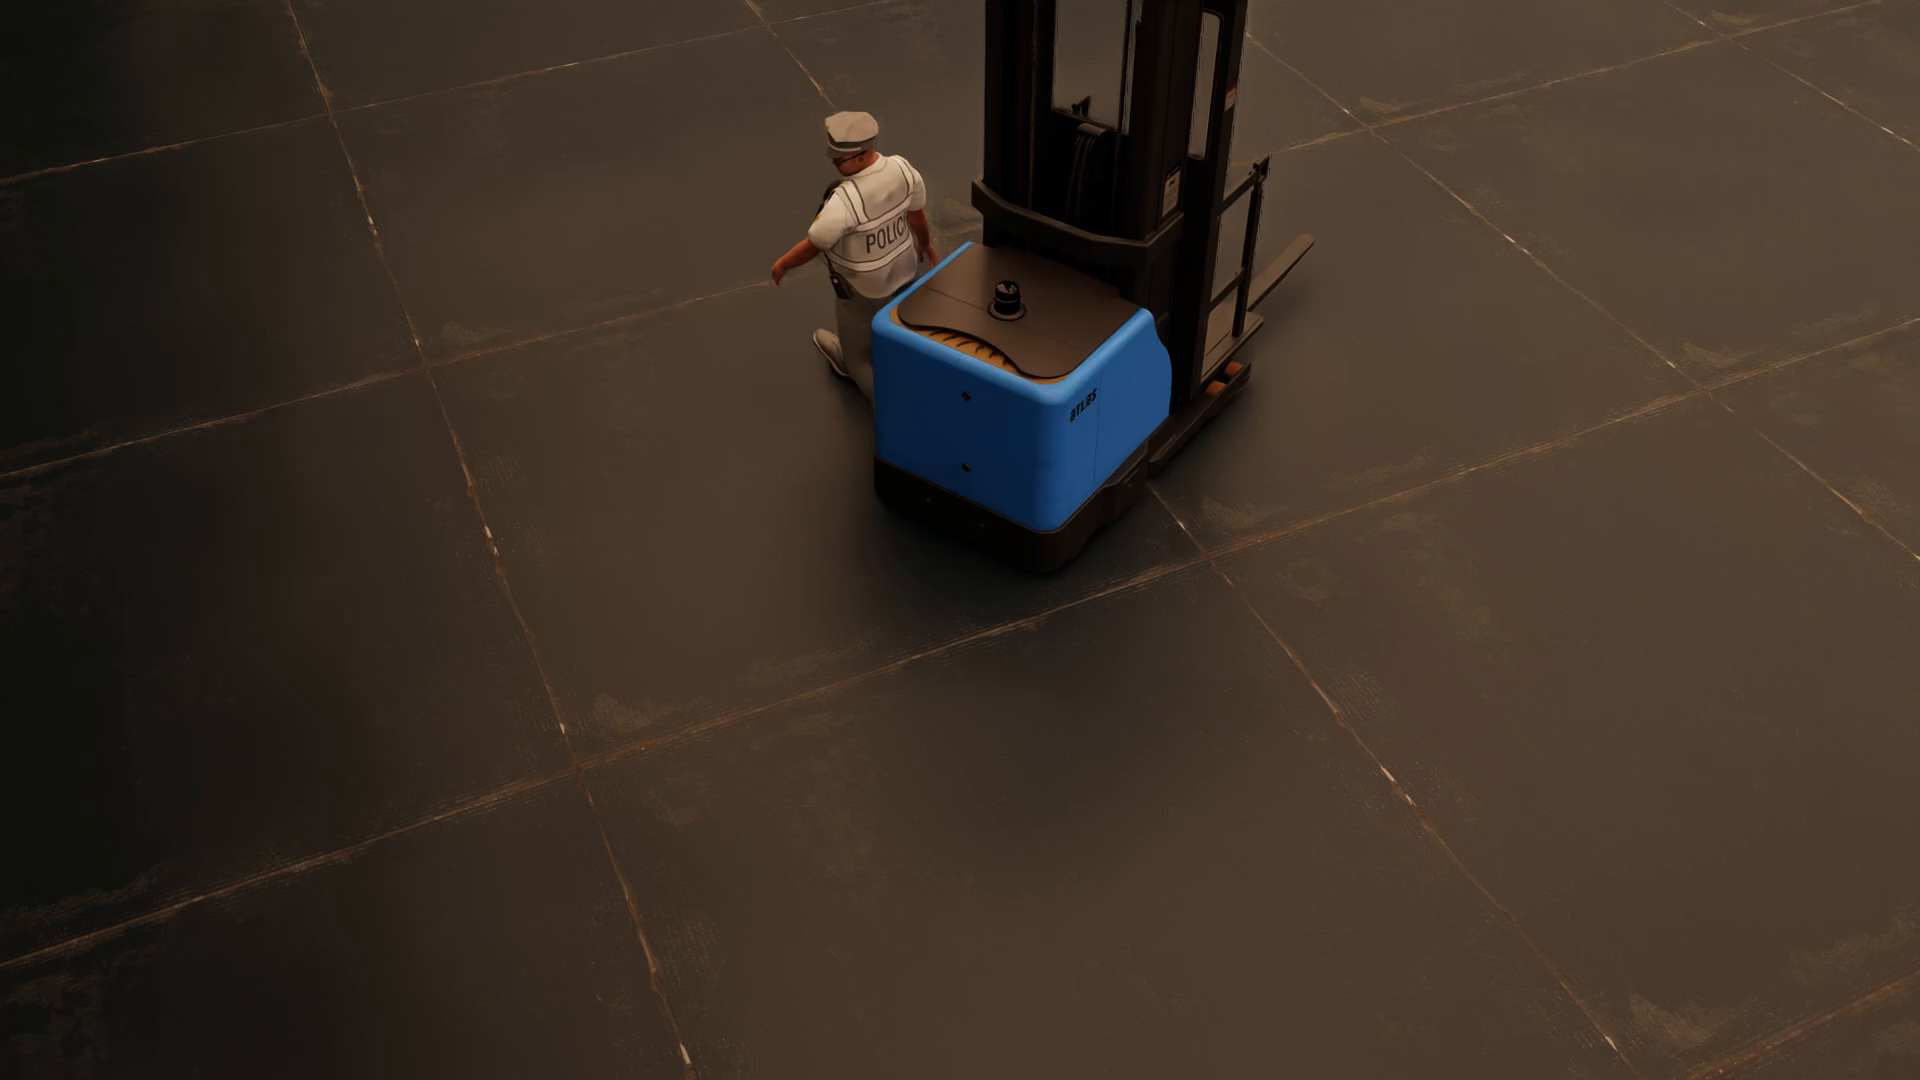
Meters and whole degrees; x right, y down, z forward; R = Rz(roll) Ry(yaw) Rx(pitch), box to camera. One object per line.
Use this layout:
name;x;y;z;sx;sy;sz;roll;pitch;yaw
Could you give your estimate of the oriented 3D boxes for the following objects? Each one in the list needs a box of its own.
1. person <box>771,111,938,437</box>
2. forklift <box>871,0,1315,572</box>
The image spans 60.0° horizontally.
person;-0.491;-1.318;8.041;0.945;1.737;0.747;26;49;25
forklift;0.847;-1.894;7.710;1.130;2.935;3.031;26;49;25
